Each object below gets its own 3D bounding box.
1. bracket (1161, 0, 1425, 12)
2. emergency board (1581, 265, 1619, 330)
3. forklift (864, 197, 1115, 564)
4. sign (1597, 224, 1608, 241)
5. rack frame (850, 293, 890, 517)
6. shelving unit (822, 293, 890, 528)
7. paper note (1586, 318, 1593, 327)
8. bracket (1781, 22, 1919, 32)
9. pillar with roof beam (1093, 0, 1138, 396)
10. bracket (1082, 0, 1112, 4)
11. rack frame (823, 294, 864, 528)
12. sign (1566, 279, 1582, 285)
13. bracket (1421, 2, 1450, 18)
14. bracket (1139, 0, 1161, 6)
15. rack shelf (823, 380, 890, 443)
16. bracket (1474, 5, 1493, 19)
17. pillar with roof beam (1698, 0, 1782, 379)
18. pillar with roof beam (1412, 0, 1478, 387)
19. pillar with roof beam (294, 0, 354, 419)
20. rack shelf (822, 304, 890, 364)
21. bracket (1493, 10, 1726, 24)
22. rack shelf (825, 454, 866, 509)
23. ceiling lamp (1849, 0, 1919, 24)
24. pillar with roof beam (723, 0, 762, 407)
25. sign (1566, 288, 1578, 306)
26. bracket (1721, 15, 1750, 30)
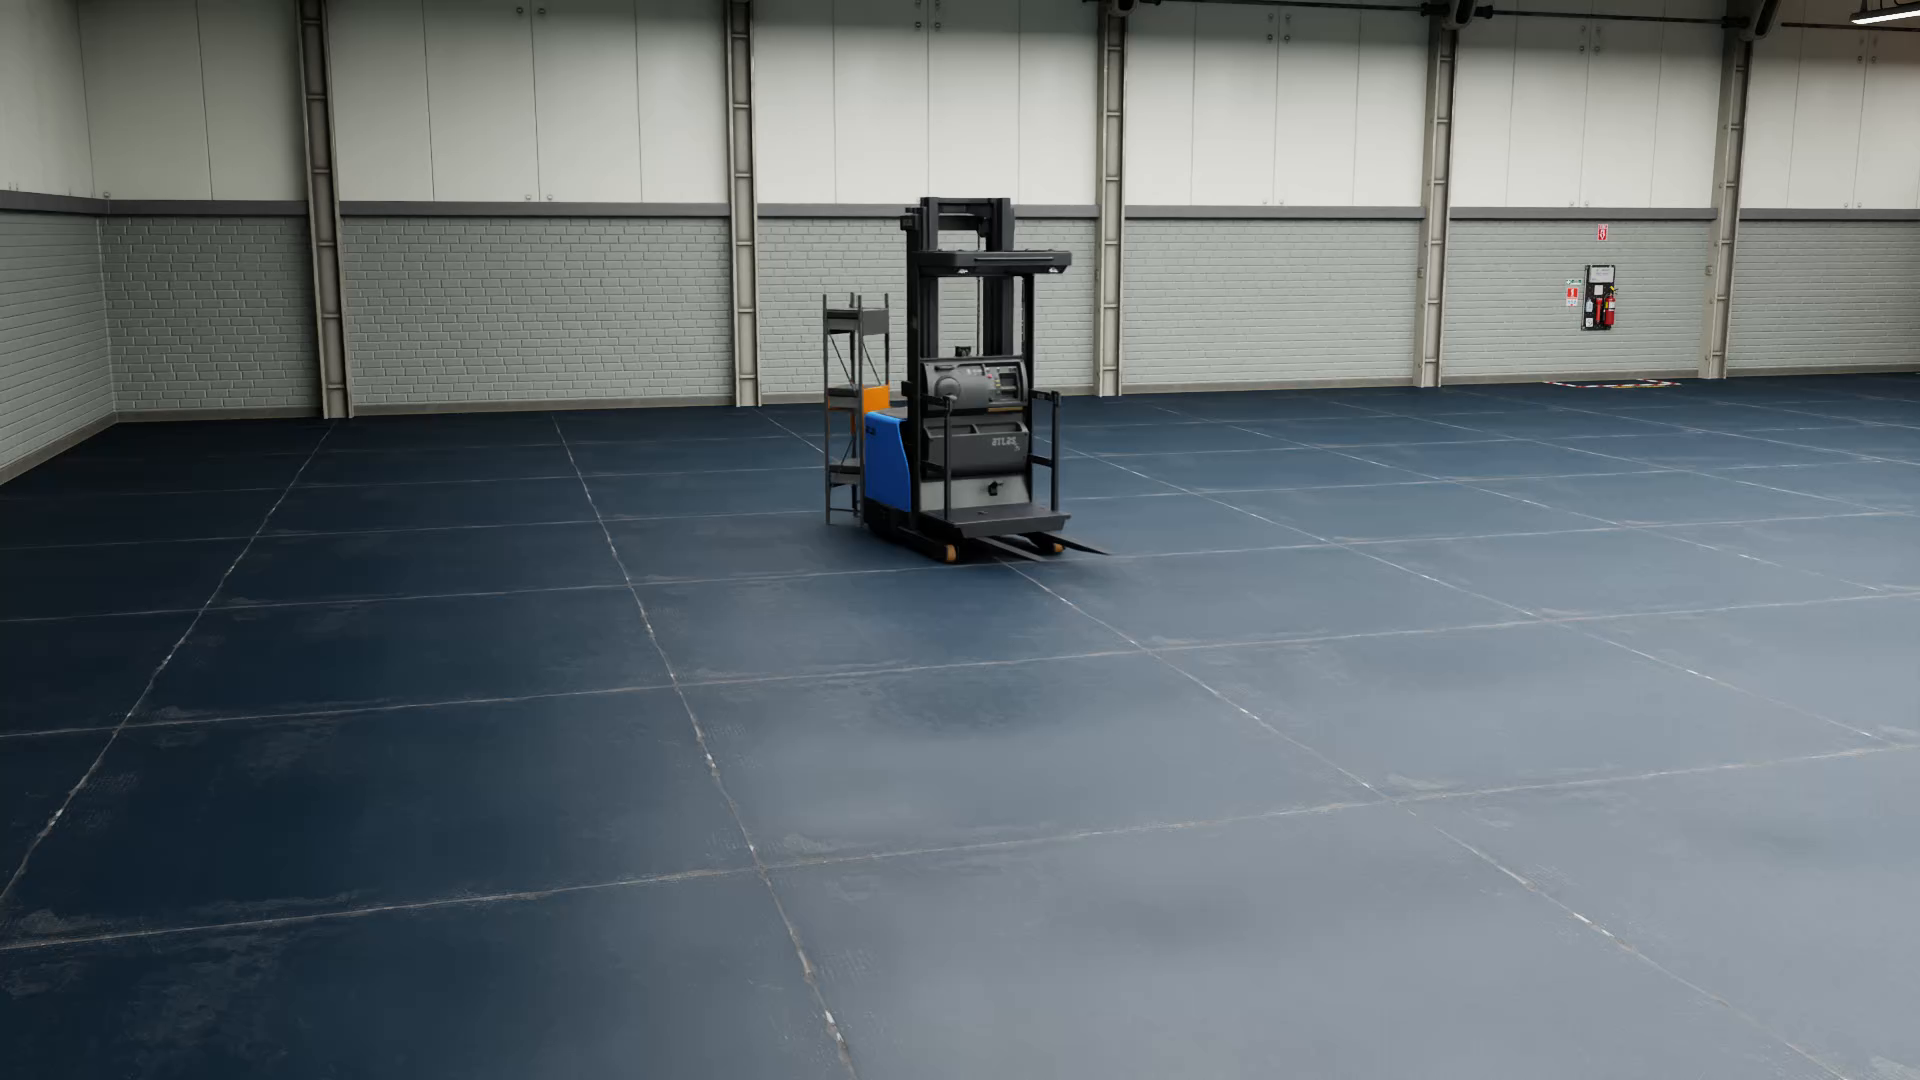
[{"bbox_3d":[5.413,-8.690,26.952,4.783,0.066,0.076,-3,11,-16],"label":"bracket"},{"bbox_3d":[11.580,-4.368,29.989,0.643,1.169,0.194,-3,11,-16],"label":"emergency board"},{"bbox_3d":[0.229,-1.337,13.712,1.130,2.935,3.031,-5,12,-25],"label":"forklift"},{"bbox_3d":[11.544,-5.525,29.871,0.199,0.298,0.001,-3,11,-16],"label":"sign"},{"bbox_3d":[-0.833,-1.239,15.477,0.400,2.100,0.015,5,12,26],"label":"rack frame"},{"bbox_3d":[-0.943,-1.200,15.263,0.431,2.100,0.503,5,12,26],"label":"shelving unit"},{"bbox_3d":[11.391,-3.938,30.086,0.142,0.148,0.016,-3,11,-16],"label":"paper note"},{"bbox_3d":[16.935,-9.297,30.251,4.783,0.066,0.076,-3,11,-16],"label":"bracket"},{"bbox_3d":[3.645,-6.081,22.726,0.548,9.000,9.100,-3,11,-16],"label":"pillar with roof beam"},{"bbox_3d":[2.142,-8.517,26.016,0.430,0.232,0.235,-3,11,-16],"label":"bracket"},{"bbox_3d":[-1.053,-1.160,15.048,0.400,2.100,0.015,5,12,26],"label":"rack frame"},{"bbox_3d":[11.027,-4.635,29.877,0.331,0.109,0.001,-3,11,-16],"label":"sign"},{"bbox_3d":[7.903,-8.821,27.665,0.430,0.232,0.235,-3,11,-16],"label":"bracket"},{"bbox_3d":[2.939,-8.559,26.244,0.430,0.232,0.235,-3,11,-16],"label":"bracket"},{"bbox_3d":[-0.943,-1.186,15.265,0.431,0.518,0.480,5,12,26],"label":"rack shelf"},{"bbox_3d":[8.700,-8.863,27.893,0.430,0.232,0.235,-3,11,-16],"label":"bracket"},{"bbox_3d":[15.167,-6.689,26.024,0.548,9.000,9.100,-3,11,-16],"label":"pillar with roof beam"},{"bbox_3d":[9.406,-6.385,24.375,0.548,9.000,9.100,-3,11,-16],"label":"pillar with roof beam"},{"bbox_3d":[-7.877,-5.474,19.427,0.400,9.000,9.100,-3,11,-16],"label":"pillar with roof beam"},{"bbox_3d":[-0.944,-1.875,15.138,0.431,0.518,0.480,5,12,26],"label":"rack shelf"},{"bbox_3d":[11.174,-8.993,28.601,4.783,0.066,0.076,-3,11,-16],"label":"bracket"},{"bbox_3d":[-0.943,-0.498,15.392,0.431,0.518,0.480,5,12,26],"label":"rack shelf"},{"bbox_3d":[13.933,-9.371,24.471,0.800,3.185,2.000,-3,11,-16],"label":"ceiling lamp"},{"bbox_3d":[-2.116,-5.778,21.077,0.548,9.000,9.100,-3,11,-16],"label":"pillar with roof beam"},{"bbox_3d":[11.020,-4.376,29.932,0.234,0.329,0.001,-3,11,-16],"label":"sign"},{"bbox_3d":[13.664,-9.125,29.314,0.430,0.232,0.235,-3,11,-16],"label":"bracket"}]
